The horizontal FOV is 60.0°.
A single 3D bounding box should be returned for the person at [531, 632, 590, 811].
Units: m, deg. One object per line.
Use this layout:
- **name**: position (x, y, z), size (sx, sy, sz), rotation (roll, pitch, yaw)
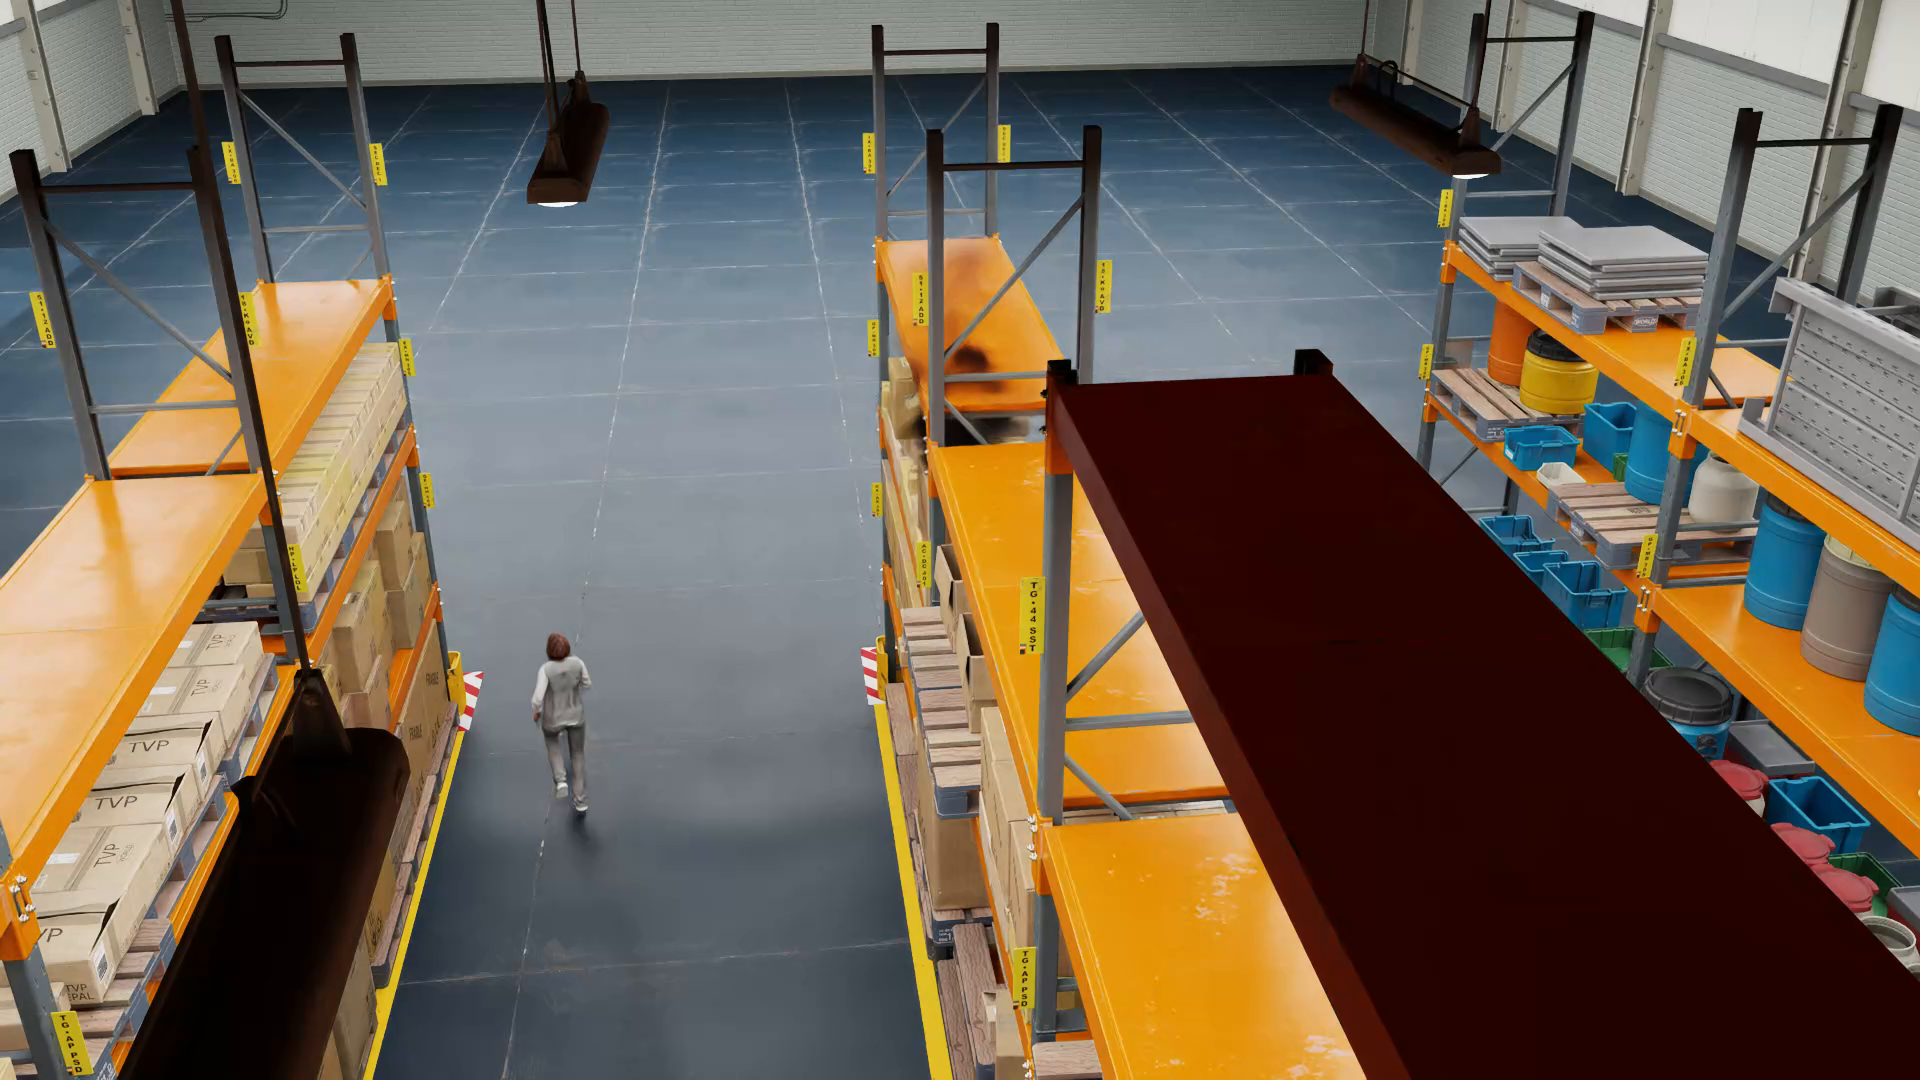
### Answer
- **person**: position (-3.251, 1.459, 13.602), size (0.510, 1.556, 0.644), rotation (-10, 27, -20)
